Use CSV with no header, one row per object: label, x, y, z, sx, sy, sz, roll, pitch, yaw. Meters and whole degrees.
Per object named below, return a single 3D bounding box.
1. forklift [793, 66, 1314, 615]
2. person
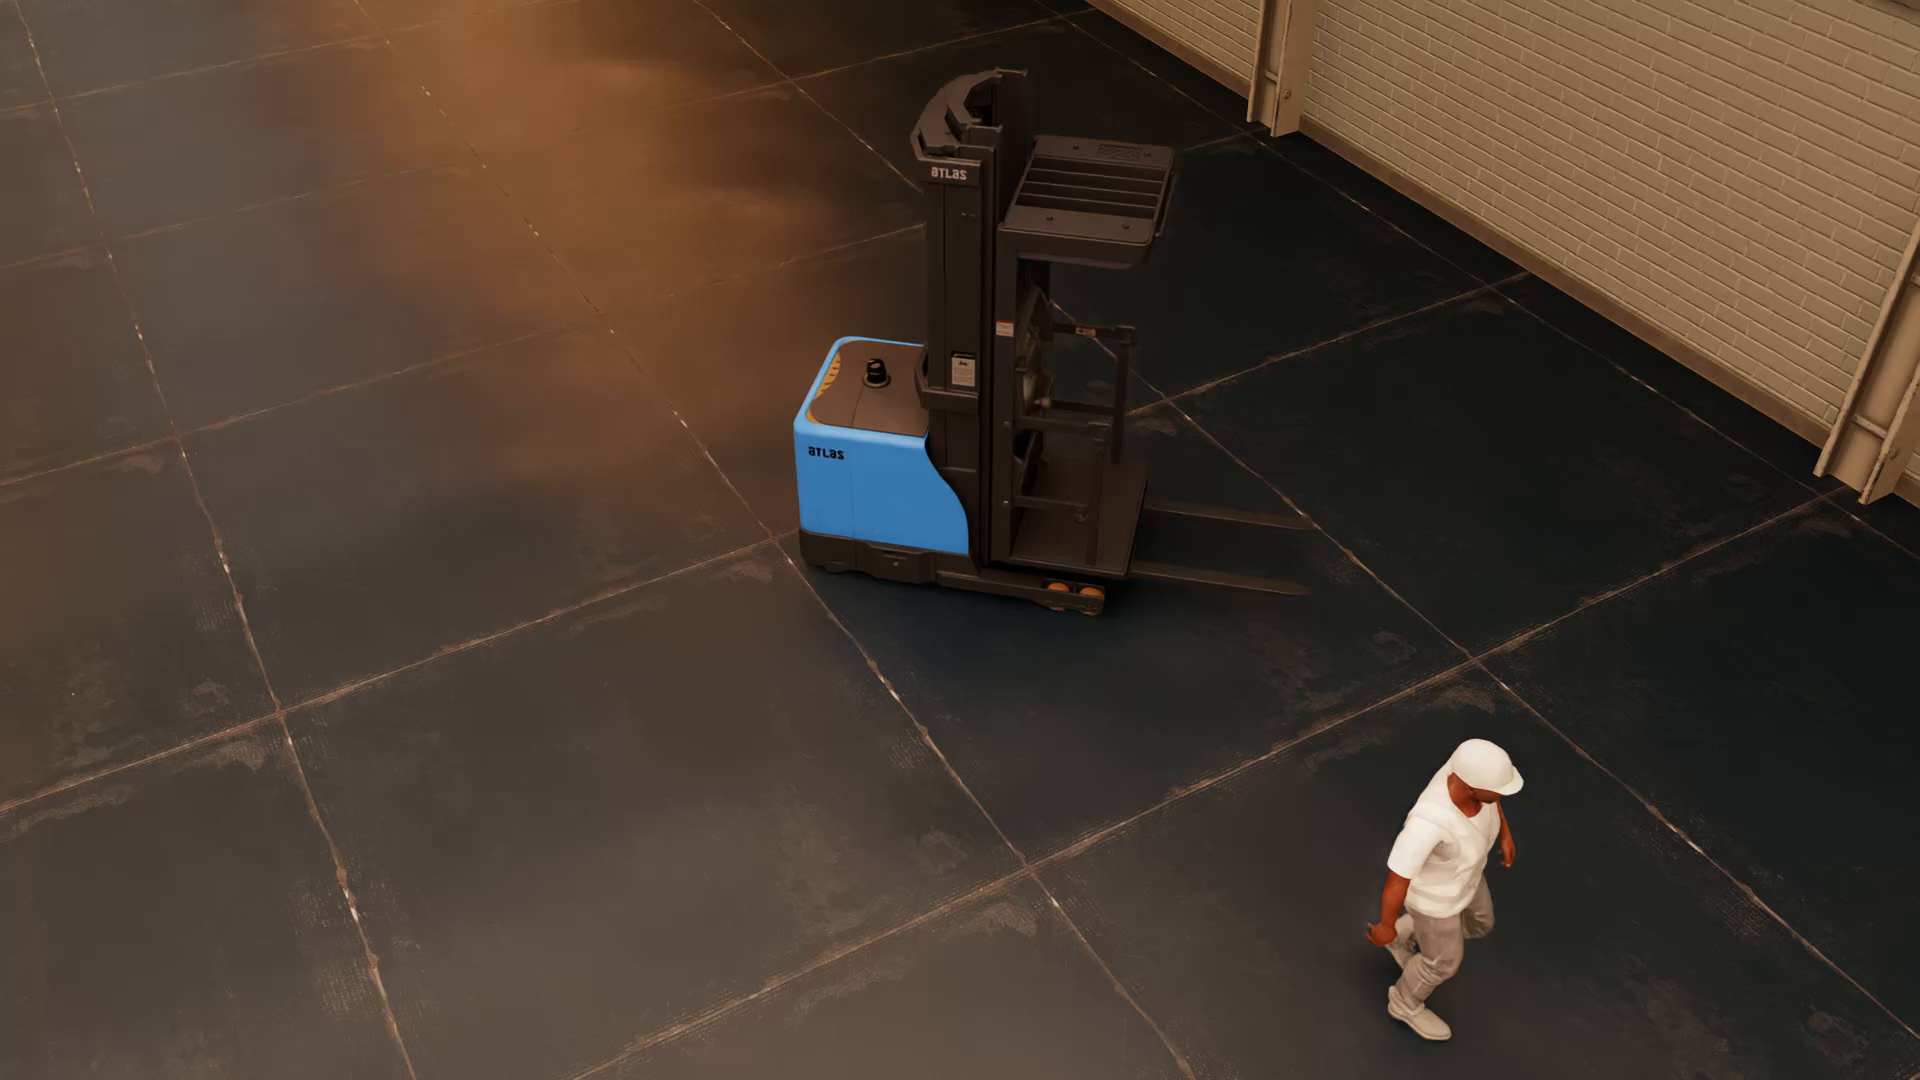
forklift,0.601,-1.058,9.311,3.031,2.935,1.130,8,40,10
person,2.082,1.473,7.190,0.489,1.746,0.771,23,45,25
